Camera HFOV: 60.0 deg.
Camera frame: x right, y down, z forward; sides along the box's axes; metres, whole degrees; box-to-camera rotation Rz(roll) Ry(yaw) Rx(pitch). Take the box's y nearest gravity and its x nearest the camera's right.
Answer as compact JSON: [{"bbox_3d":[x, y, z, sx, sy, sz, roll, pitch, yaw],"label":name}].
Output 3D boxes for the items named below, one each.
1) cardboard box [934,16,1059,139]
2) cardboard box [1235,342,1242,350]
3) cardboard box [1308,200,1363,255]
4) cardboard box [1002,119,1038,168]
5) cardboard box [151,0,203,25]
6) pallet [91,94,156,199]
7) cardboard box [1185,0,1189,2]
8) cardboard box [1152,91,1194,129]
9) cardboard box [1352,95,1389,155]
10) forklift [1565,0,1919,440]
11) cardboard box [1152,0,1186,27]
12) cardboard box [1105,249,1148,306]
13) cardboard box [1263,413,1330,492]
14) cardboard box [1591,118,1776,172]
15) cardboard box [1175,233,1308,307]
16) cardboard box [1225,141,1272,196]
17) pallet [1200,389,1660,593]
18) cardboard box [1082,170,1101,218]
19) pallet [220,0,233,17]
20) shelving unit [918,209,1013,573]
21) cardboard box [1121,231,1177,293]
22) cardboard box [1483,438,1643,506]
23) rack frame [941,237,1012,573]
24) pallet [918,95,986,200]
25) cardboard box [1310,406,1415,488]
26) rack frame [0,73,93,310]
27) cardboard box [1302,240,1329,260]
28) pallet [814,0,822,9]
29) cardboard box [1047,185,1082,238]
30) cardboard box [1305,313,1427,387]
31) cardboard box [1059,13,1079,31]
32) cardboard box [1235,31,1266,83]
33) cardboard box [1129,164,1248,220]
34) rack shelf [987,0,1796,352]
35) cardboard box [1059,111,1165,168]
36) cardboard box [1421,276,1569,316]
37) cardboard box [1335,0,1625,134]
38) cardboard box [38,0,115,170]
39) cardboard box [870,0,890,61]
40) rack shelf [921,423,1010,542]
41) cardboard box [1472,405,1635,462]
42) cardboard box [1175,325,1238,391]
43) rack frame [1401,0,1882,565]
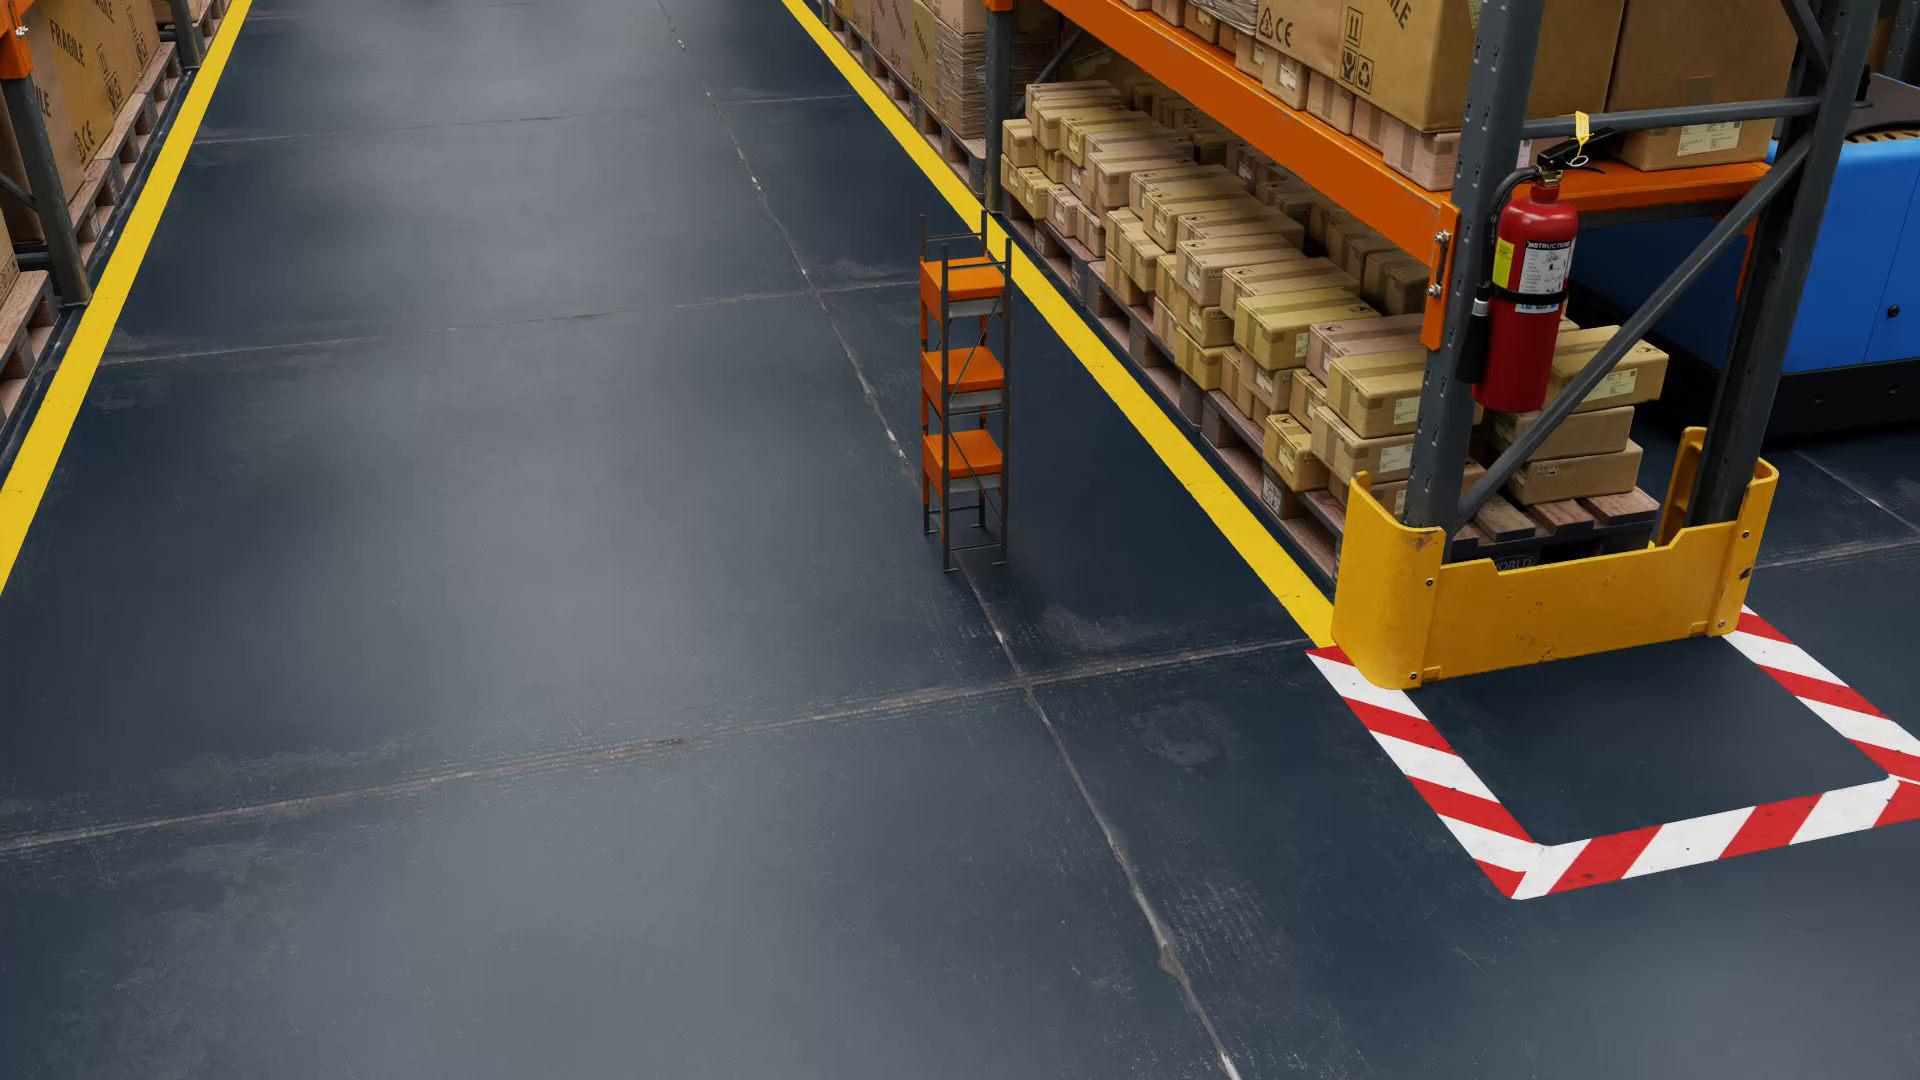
[{"bbox_3d":[0.178,-2.360,8.409,0.500,0.500,0.500,-8,31,-14],"label":"cardboard box"},{"bbox_3d":[1.152,-0.692,5.581,0.380,0.149,0.250,-8,31,-14],"label":"cardboard box"},{"bbox_3d":[1.499,-1.141,6.060,0.380,0.149,0.250,-7,31,-13],"label":"cardboard box"},{"bbox_3d":[0.405,-1.795,7.487,0.380,0.149,0.250,-6,31,-11],"label":"cardboard box"},{"bbox_3d":[-5.330,-3.480,10.472,0.950,0.372,0.625,-10,32,-17],"label":"cardboard box"},{"bbox_3d":[-4.733,-1.975,8.452,1.003,0.211,1.213,-8,31,-13],"label":"pallet"},{"bbox_3d":[0.914,-2.094,5.478,0.500,0.500,0.500,-6,31,-11],"label":"cardboard box"},{"bbox_3d":[1.069,-1.886,7.347,0.380,0.149,0.250,-7,31,-13],"label":"cardboard box"},{"bbox_3d":[1.290,-1.141,4.477,0.380,0.149,0.250,-8,31,-13],"label":"cardboard box"},{"bbox_3d":[2.692,-2.325,6.342,1.130,2.935,3.031,-7,31,-13],"label":"forklift"},{"bbox_3d":[0.889,-1.894,5.779,0.380,0.149,0.250,-7,31,-11],"label":"cardboard box"},{"bbox_3d":[0.788,-1.044,6.487,0.380,0.149,0.250,-9,31,-15],"label":"cardboard box"},{"bbox_3d":[1.172,-0.290,5.183,0.380,0.149,0.250,-7,31,-12],"label":"cardboard box"},{"bbox_3d":[1.909,-1.096,4.399,0.380,0.149,0.250,-8,31,-14],"label":"cardboard box"},{"bbox_3d":[0.959,-0.925,5.686,0.380,0.149,0.250,-7,31,-11],"label":"cardboard box"},{"bbox_3d":[1.296,-1.513,6.702,0.380,0.149,0.250,-9,31,-16],"label":"cardboard box"},{"bbox_3d":[1.477,-0.231,5.439,1.003,0.211,1.213,-8,31,-13],"label":"pallet"},{"bbox_3d":[0.727,-1.441,6.876,0.380,0.149,0.250,-9,31,-16],"label":"cardboard box"},{"bbox_3d":[-5.716,-3.920,11.812,1.003,0.211,1.213,-8,31,-13],"label":"pallet"},{"bbox_3d":[0.014,-0.429,4.942,0.215,1.050,0.252,-8,31,-13],"label":"shelving unit"},{"bbox_3d":[0.824,-1.053,6.204,0.380,0.149,0.250,-8,31,-13],"label":"cardboard box"},{"bbox_3d":[1.849,-0.248,5.111,0.380,0.149,0.250,-7,31,-12],"label":"cardboard box"},{"bbox_3d":[0.047,-0.370,4.841,0.200,1.050,0.008,-8,31,-13],"label":"rack frame"},{"bbox_3d":[0.409,-2.105,8.677,1.003,0.211,1.213,-8,31,-13],"label":"pallet"},{"bbox_3d":[1.264,-0.298,4.900,0.380,0.149,0.250,-9,31,-15],"label":"cardboard box"},{"bbox_3d":[-4.128,-2.229,6.107,1.000,3.000,0.127,-8,31,-13],"label":"rack frame"},{"bbox_3d":[1.382,-0.994,6.102,0.380,0.149,0.250,-6,31,-11],"label":"cardboard box"},{"bbox_3d":[-0.581,-4.052,12.040,1.003,0.211,1.213,-8,31,-13],"label":"pallet"},{"bbox_3d":[0.591,-1.424,7.142,0.380,0.149,0.250,-8,31,-14],"label":"cardboard box"},{"bbox_3d":[1.283,-0.561,5.057,0.380,0.149,0.250,-7,31,-12],"label":"cardboard box"},{"bbox_3d":[0.676,-2.753,8.339,0.500,0.250,0.500,-9,31,-15],"label":"cardboard box"},{"bbox_3d":[1.077,-1.511,5.117,0.380,0.149,0.250,-9,31,-15],"label":"cardboard box"},{"bbox_3d":[0.872,-1.314,6.358,0.380,0.149,0.250,-9,31,-15],"label":"cardboard box"},{"bbox_3d":[1.148,-1.659,5.840,1.077,0.370,4.000,-8,31,-13],"label":"rack shelf"},{"bbox_3d":[0.640,-1.691,7.010,0.380,0.149,0.250,-8,31,-14],"label":"cardboard box"},{"bbox_3d":[1.735,-0.764,5.408,0.380,0.149,0.250,-8,31,-13],"label":"cardboard box"},{"bbox_3d":[1.312,-1.359,4.207,0.500,0.500,0.500,-7,31,-12],"label":"cardboard box"},{"bbox_3d":[-4.617,-2.216,7.785,0.875,0.875,0.875,-7,31,-12],"label":"cardboard box"},{"bbox_3d":[-0.225,-3.103,9.693,0.500,0.500,0.500,-9,31,-15],"label":"cardboard box"},{"bbox_3d":[0.014,-0.179,5.087,0.215,0.259,0.240,-8,31,-13],"label":"rack shelf"},{"bbox_3d":[1.788,-0.368,5.022,0.380,0.149,0.250,-7,31,-11],"label":"cardboard box"},{"bbox_3d":[0.979,-0.661,5.824,0.380,0.149,0.250,-9,31,-15],"label":"cardboard box"},{"bbox_3d":[1.679,-1.004,3.991,1.000,3.000,0.127,-8,31,-13],"label":"rack frame"}]
